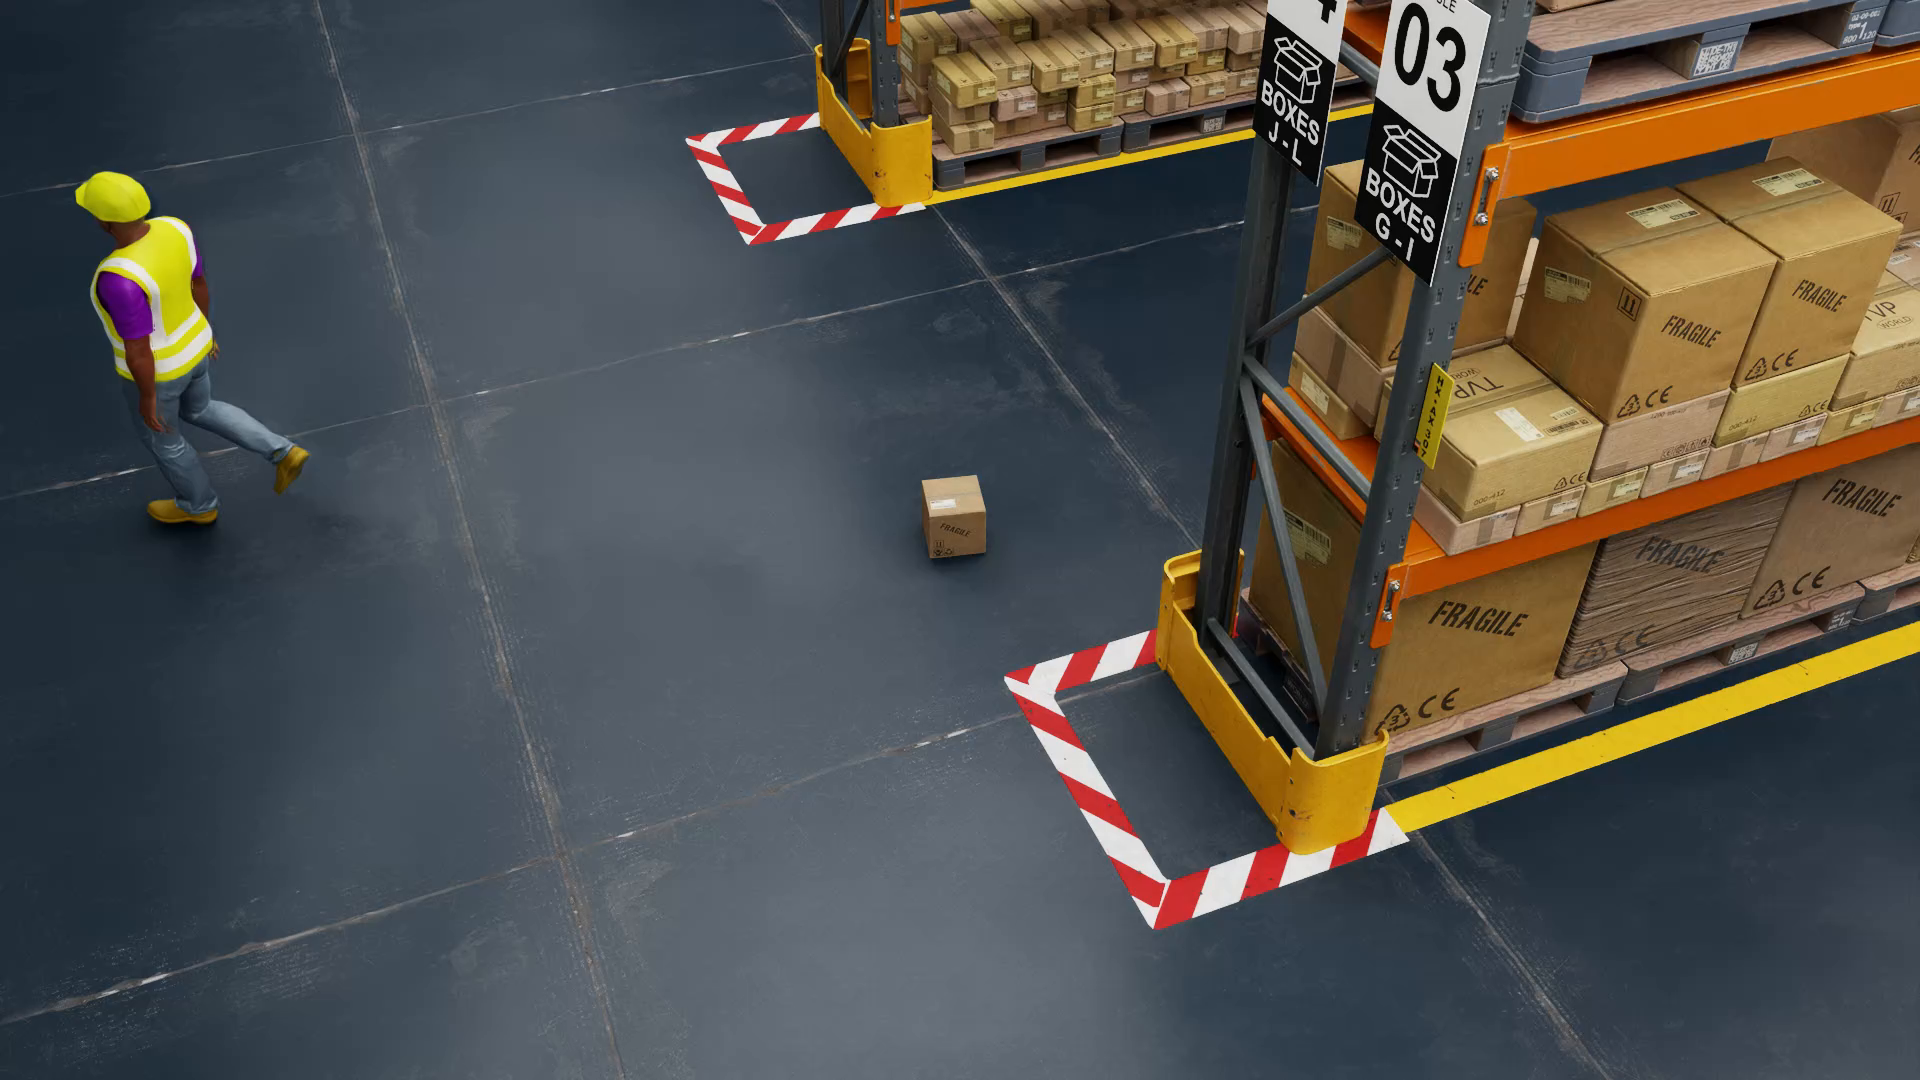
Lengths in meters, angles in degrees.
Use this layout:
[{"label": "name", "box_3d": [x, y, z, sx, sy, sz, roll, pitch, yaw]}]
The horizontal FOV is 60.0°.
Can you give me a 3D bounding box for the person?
[{"label": "person", "box_3d": [-3.300, -0.778, 7.004, 0.738, 1.748, 0.589, 7, 42, 8]}]
